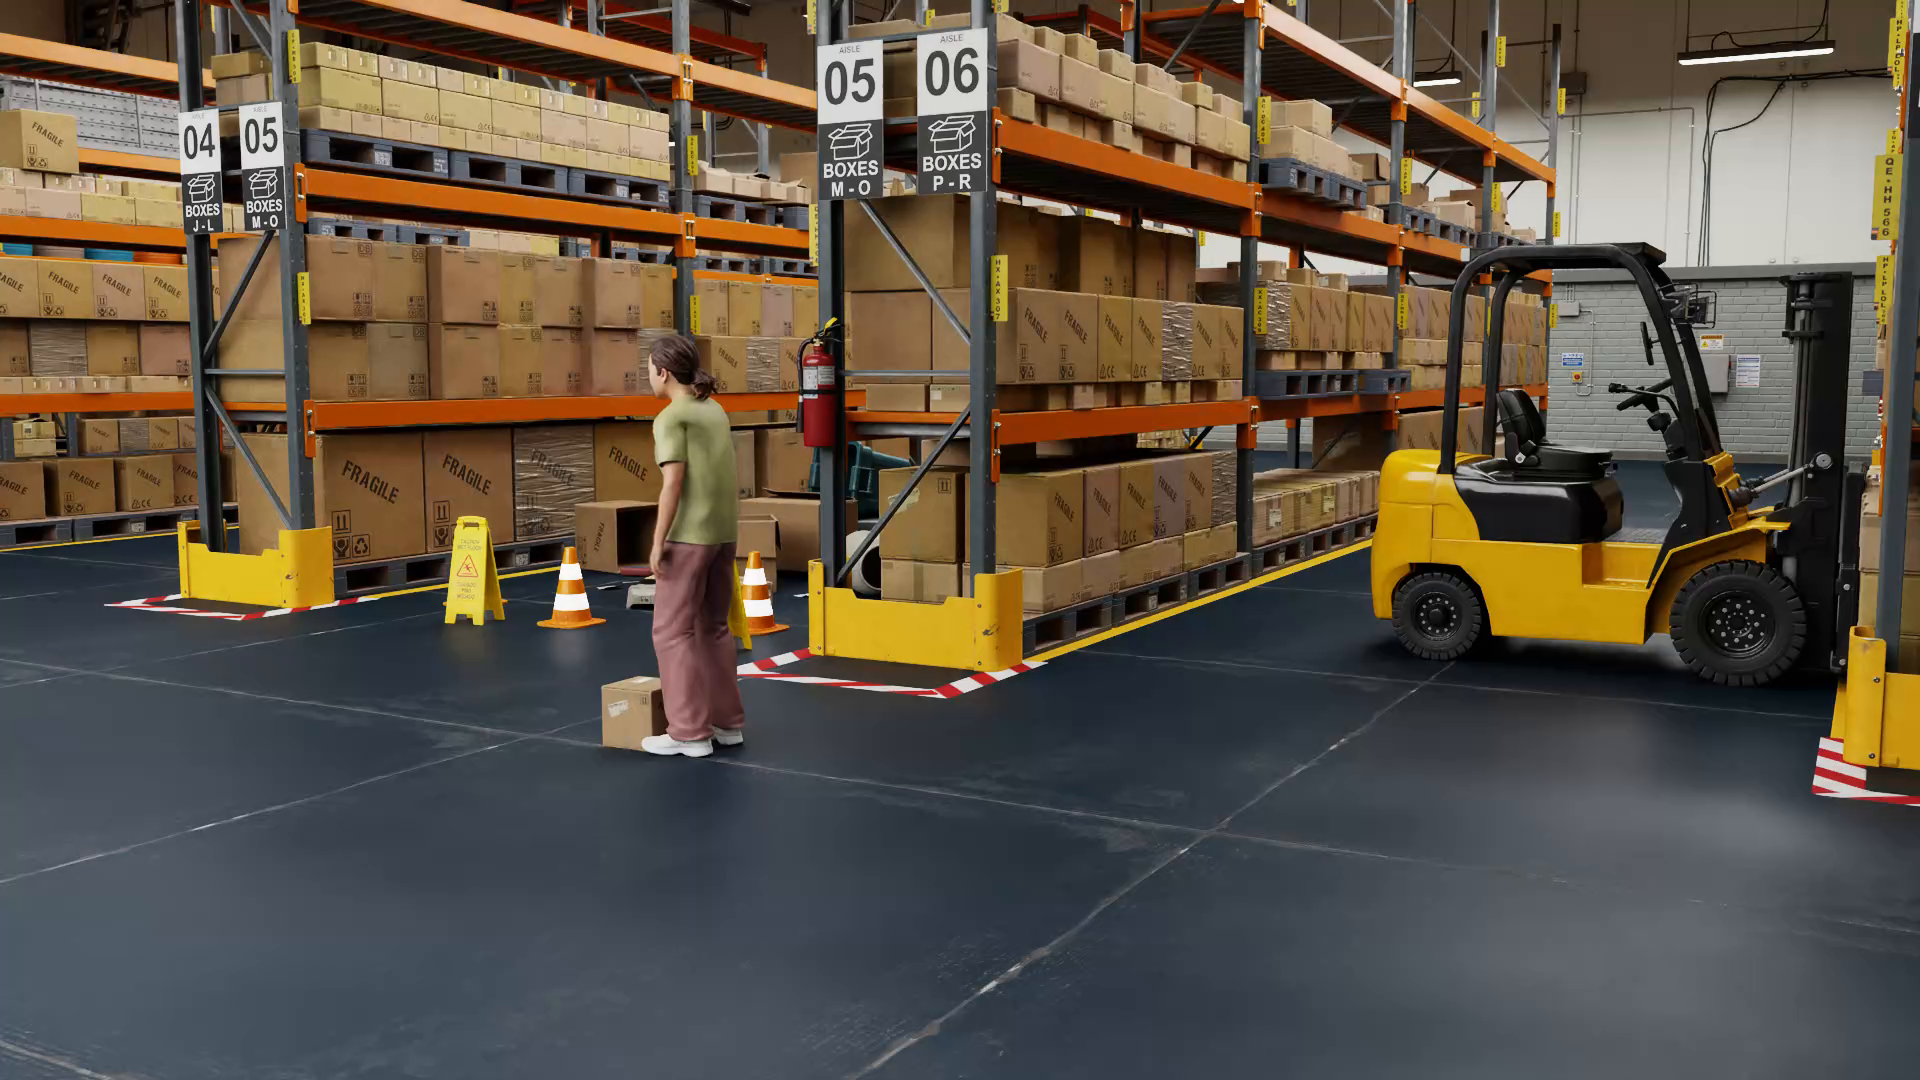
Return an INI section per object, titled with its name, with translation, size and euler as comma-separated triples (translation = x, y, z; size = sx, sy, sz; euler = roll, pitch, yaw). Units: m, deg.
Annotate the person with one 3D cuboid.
[person]
translation = -1.074, 0.019, 6.657
size = 0.351, 1.672, 0.521
euler = 3, 7, 25
